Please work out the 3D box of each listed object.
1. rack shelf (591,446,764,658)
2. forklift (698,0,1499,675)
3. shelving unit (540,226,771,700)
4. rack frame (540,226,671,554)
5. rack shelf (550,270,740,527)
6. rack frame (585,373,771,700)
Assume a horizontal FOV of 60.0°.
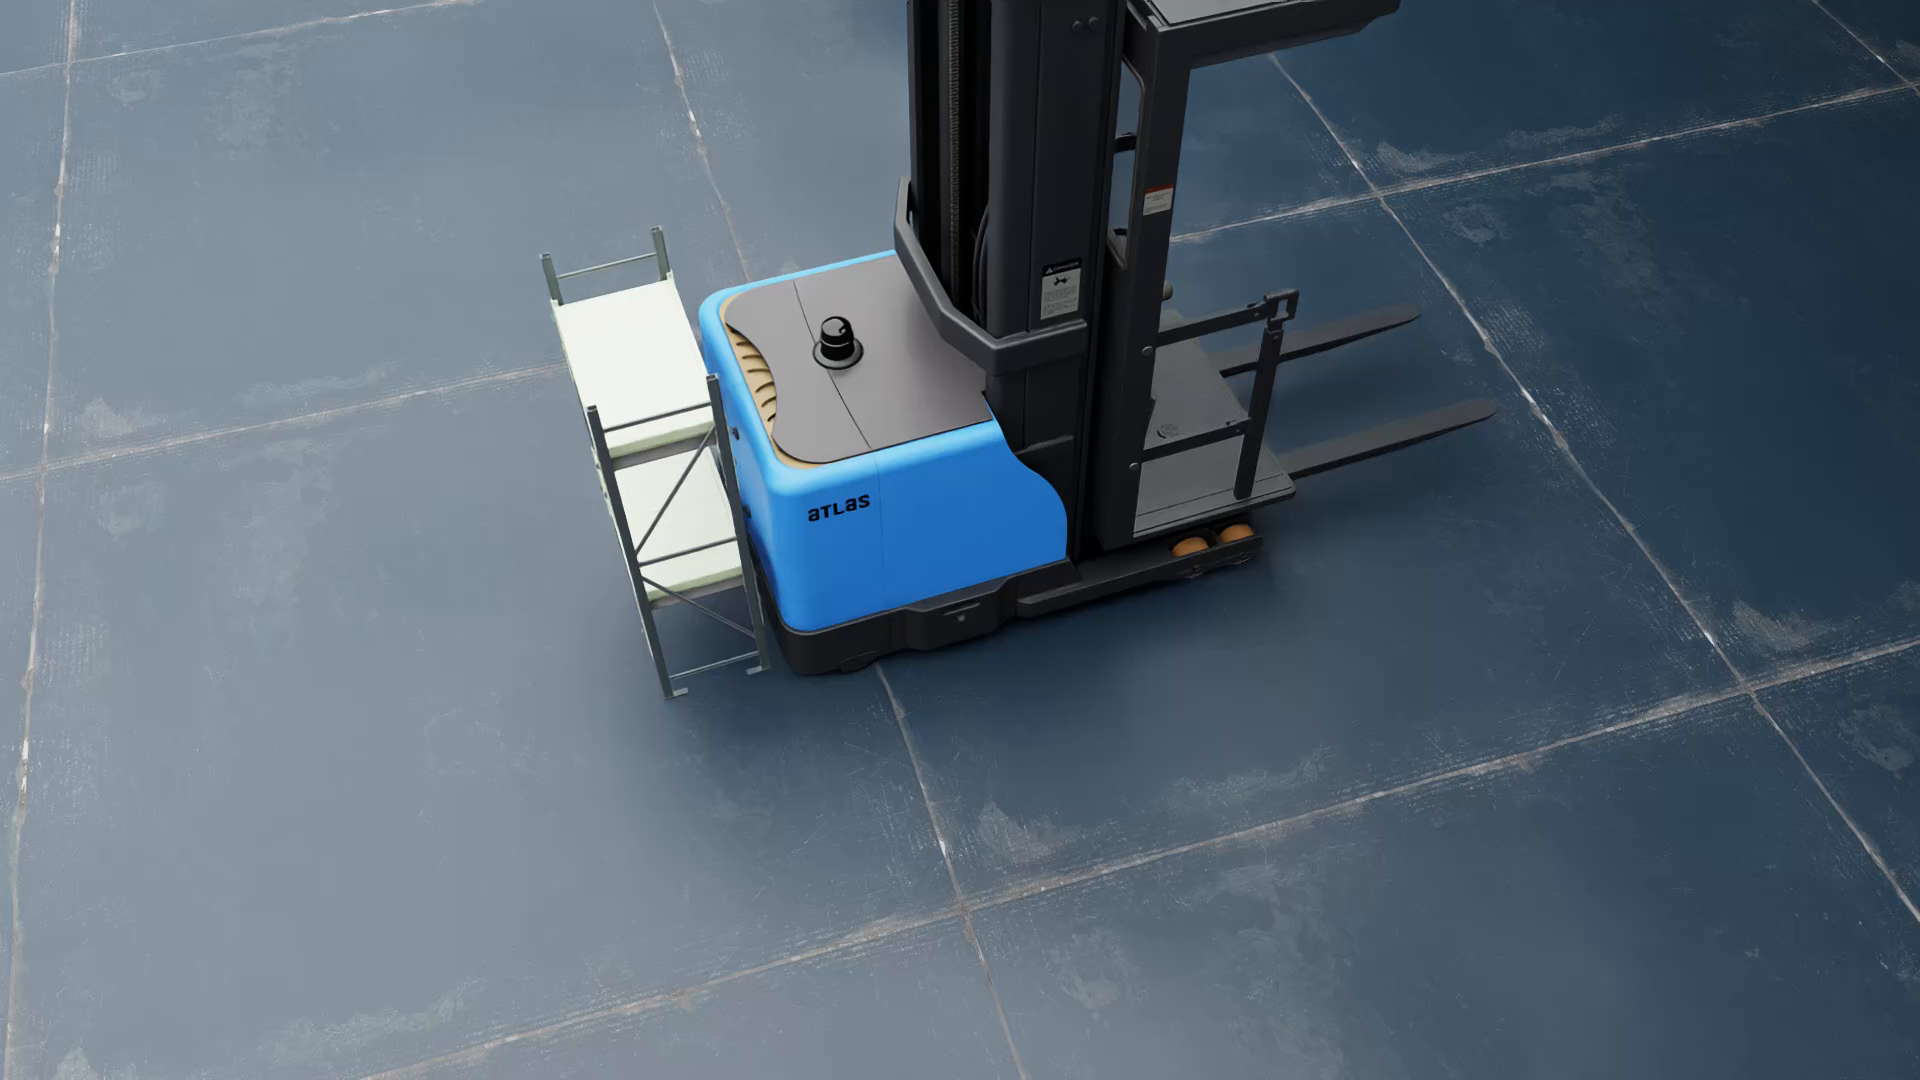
[{"bbox_3d":[-1.019,-0.014,5.991,0.431,0.370,0.720,-16,52,-12],"label":"rack shelf"},{"bbox_3d":[0.634,-1.163,5.603,3.031,2.935,1.130,-16,52,-13],"label":"forklift"},{"bbox_3d":[-1.025,-0.222,5.740,0.431,1.500,0.755,-16,52,-12],"label":"shelving unit"},{"bbox_3d":[-1.148,-0.486,5.962,0.400,1.500,0.023,-16,52,-12],"label":"rack frame"},{"bbox_3d":[-1.032,-0.472,5.440,0.431,0.370,0.720,-16,52,-12],"label":"rack shelf"},{"bbox_3d":[-0.902,0.041,5.518,0.400,1.500,0.023,-16,52,-12],"label":"rack frame"}]
